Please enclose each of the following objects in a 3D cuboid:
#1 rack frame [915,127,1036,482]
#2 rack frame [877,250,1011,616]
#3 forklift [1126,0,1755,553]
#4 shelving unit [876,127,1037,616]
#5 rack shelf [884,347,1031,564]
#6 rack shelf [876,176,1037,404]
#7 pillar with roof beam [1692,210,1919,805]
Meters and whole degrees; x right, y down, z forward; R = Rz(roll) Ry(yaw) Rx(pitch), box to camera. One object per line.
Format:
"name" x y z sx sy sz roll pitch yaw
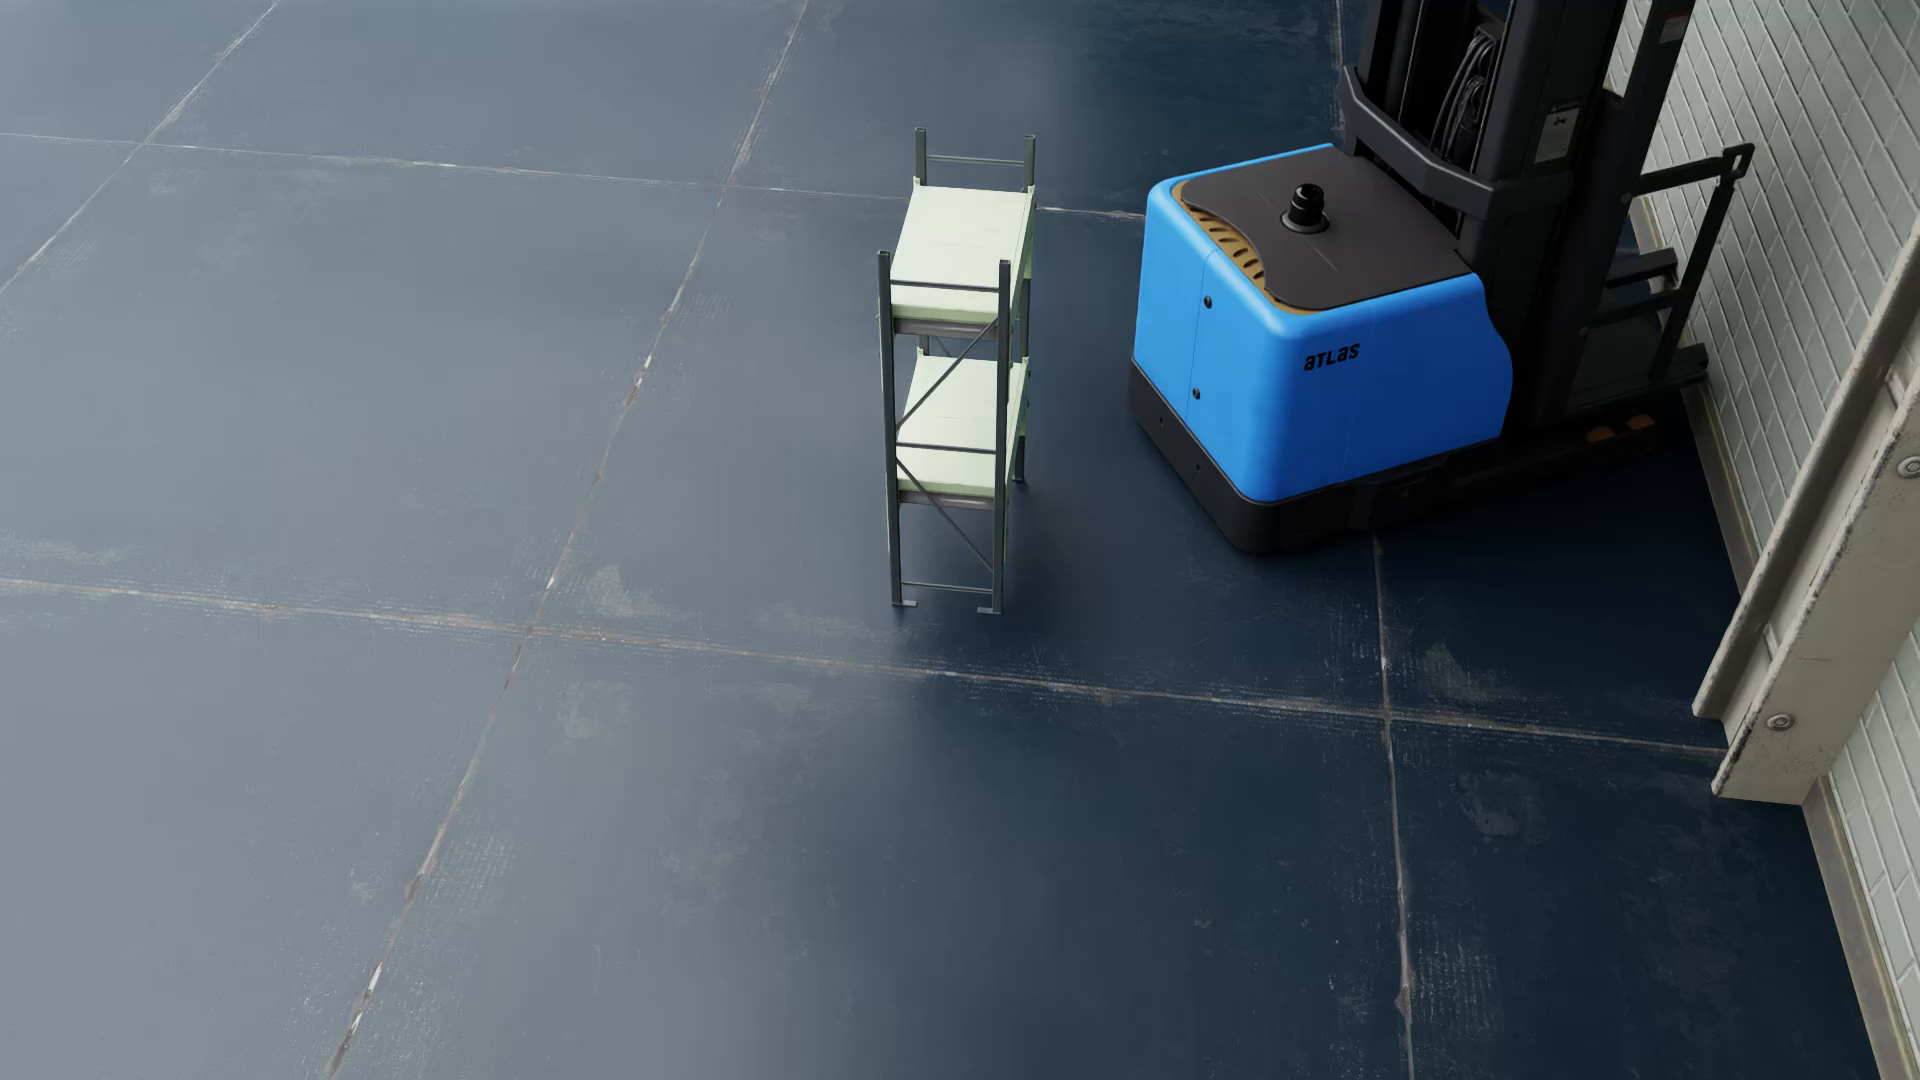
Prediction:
"rack frame" 0.049 -0.799 6.003 0.400 1.500 0.023 5 44 6
"rack frame" -0.048 -0.300 5.476 0.400 1.500 0.023 5 44 6
"forklift" 2.240 -1.668 5.880 3.031 2.935 1.130 -16 46 -16
"shelving unit" 0.001 -0.549 5.739 0.431 1.500 0.755 5 44 6
"rack shelf" 0.001 -0.312 5.963 0.431 0.370 0.720 5 44 6
"rack shelf" 0.001 -0.833 5.471 0.431 0.370 0.720 5 44 6
"pillar with roof beam" -1.650 -2.952 2.823 9.100 9.000 0.400 5 44 6
